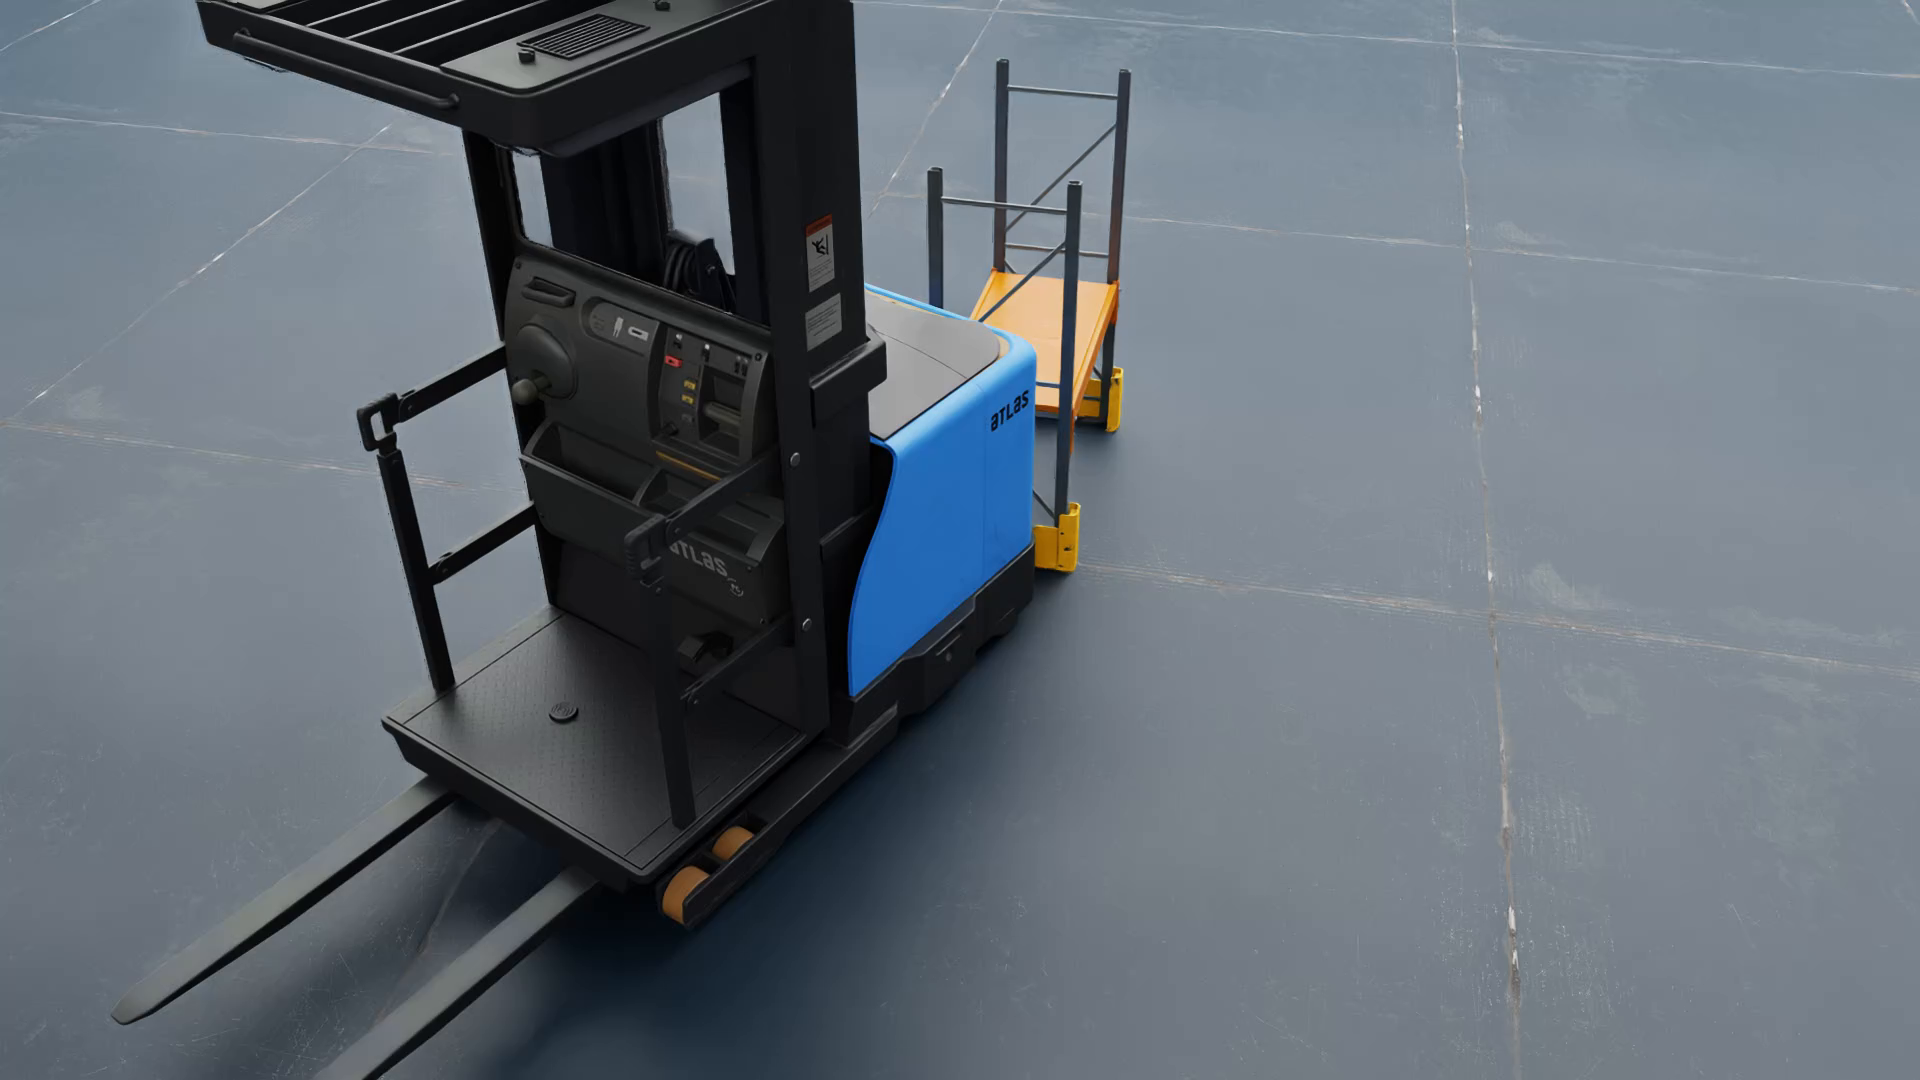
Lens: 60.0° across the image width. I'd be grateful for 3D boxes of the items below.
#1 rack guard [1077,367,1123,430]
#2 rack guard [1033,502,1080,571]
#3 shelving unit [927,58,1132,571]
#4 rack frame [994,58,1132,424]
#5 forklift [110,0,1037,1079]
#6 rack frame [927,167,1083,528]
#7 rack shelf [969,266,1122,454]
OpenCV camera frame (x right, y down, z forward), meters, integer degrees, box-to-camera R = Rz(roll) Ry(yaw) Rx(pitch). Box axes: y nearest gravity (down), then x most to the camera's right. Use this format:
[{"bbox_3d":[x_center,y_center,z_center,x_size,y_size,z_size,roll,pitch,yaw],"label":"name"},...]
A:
[{"bbox_3d":[0.375,-0.615,6.886,0.587,0.250,0.087,8,37,11],"label":"rack guard"},{"bbox_3d":[0.142,-0.047,6.102,0.587,0.250,0.087,8,37,11],"label":"rack guard"},{"bbox_3d":[0.259,-0.837,6.127,0.587,1.500,1.083,8,37,11],"label":"shelving unit"},{"bbox_3d":[0.380,-1.133,6.535,0.500,1.500,0.032,8,37,11],"label":"rack frame"},{"bbox_3d":[-1.004,-0.414,4.324,1.130,2.935,3.031,23,42,28],"label":"forklift"},{"bbox_3d":[0.142,-0.552,5.734,0.500,1.500,0.032,8,37,11],"label":"rack frame"},{"bbox_3d":[0.261,-0.697,6.240,0.538,0.185,1.000,8,37,11],"label":"rack shelf"}]
